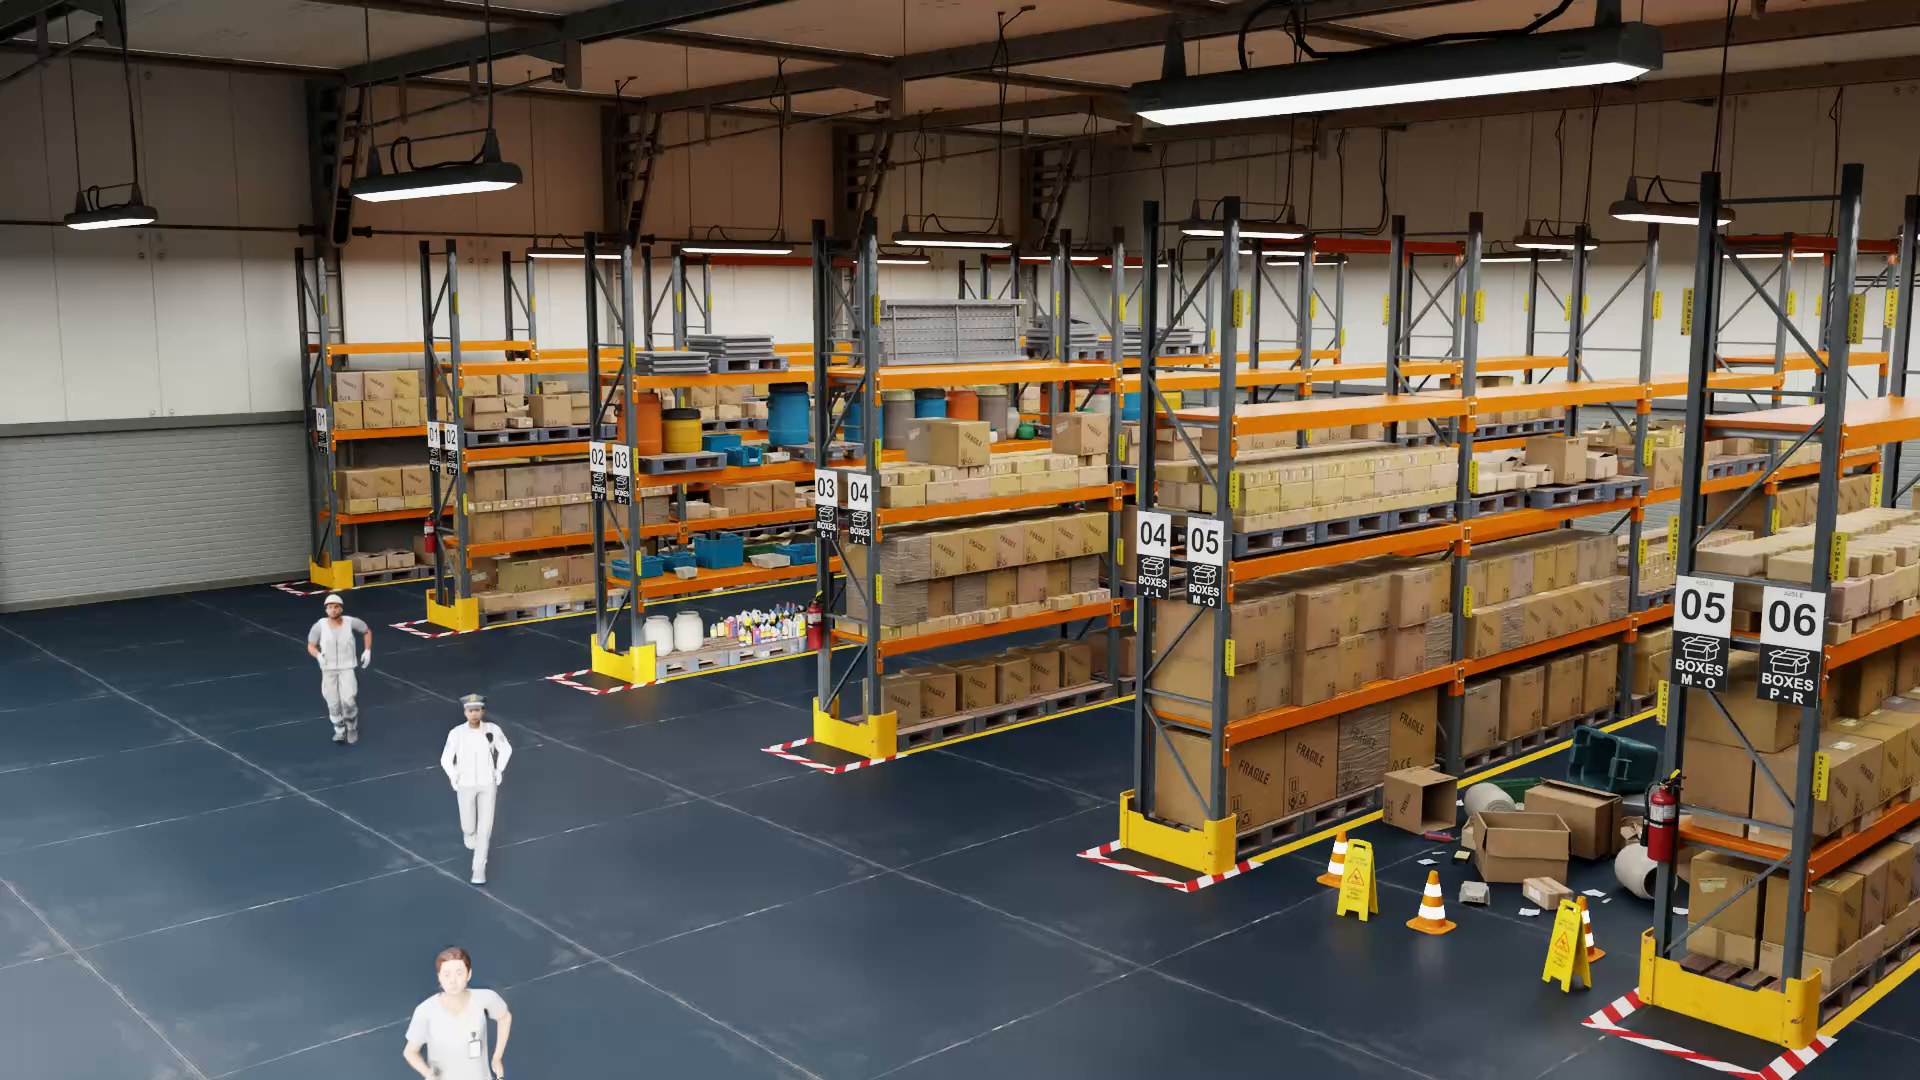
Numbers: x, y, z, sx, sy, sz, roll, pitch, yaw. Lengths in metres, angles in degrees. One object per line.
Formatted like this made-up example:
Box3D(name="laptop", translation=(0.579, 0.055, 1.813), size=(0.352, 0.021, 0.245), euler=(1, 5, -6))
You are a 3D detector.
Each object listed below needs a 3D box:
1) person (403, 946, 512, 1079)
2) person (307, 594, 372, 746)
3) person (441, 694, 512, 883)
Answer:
Box3D(name="person", translation=(-2.726, 3.023, 9.076), size=(0.568, 1.664, 0.934), euler=(-2, 9, -16))
Box3D(name="person", translation=(-7.117, 1.506, 19.098), size=(0.686, 1.785, 0.676), euler=(-2, 9, -15))
Box3D(name="person", translation=(-4.315, 2.177, 14.895), size=(0.617, 1.661, 0.742), euler=(-3, 9, -17))
